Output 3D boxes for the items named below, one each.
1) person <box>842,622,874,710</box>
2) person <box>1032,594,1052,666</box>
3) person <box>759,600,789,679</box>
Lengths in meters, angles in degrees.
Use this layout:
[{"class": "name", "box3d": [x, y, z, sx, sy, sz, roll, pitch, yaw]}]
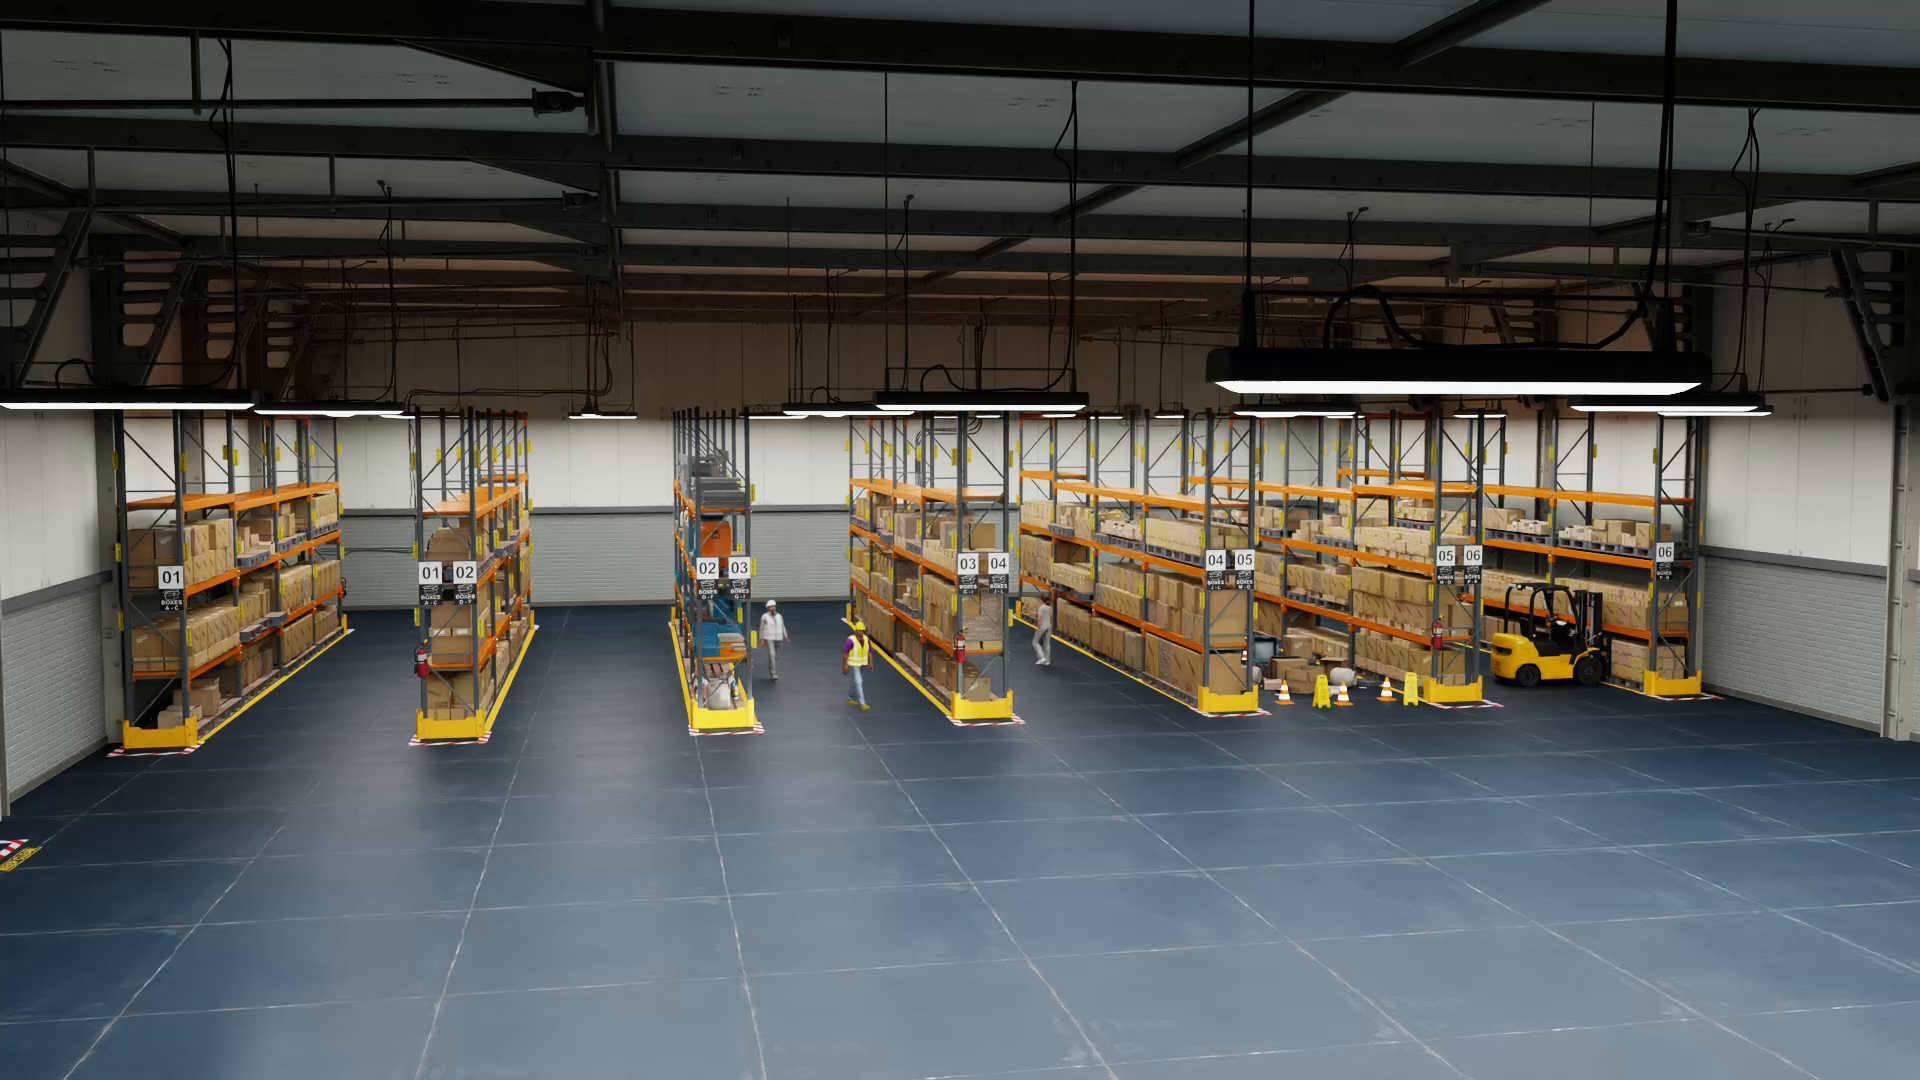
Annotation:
[{"class": "person", "box3d": [-1.987, 2.483, 33.090, 0.591, 1.705, 1.033, -4, 6, -44]}, {"class": "person", "box3d": [1.967, 2.111, 39.149, 0.488, 1.681, 0.382, -4, 5, -41]}, {"class": "person", "box3d": [-4.175, 2.203, 37.171, 0.607, 1.728, 1.031, -2, 5, -26]}]
